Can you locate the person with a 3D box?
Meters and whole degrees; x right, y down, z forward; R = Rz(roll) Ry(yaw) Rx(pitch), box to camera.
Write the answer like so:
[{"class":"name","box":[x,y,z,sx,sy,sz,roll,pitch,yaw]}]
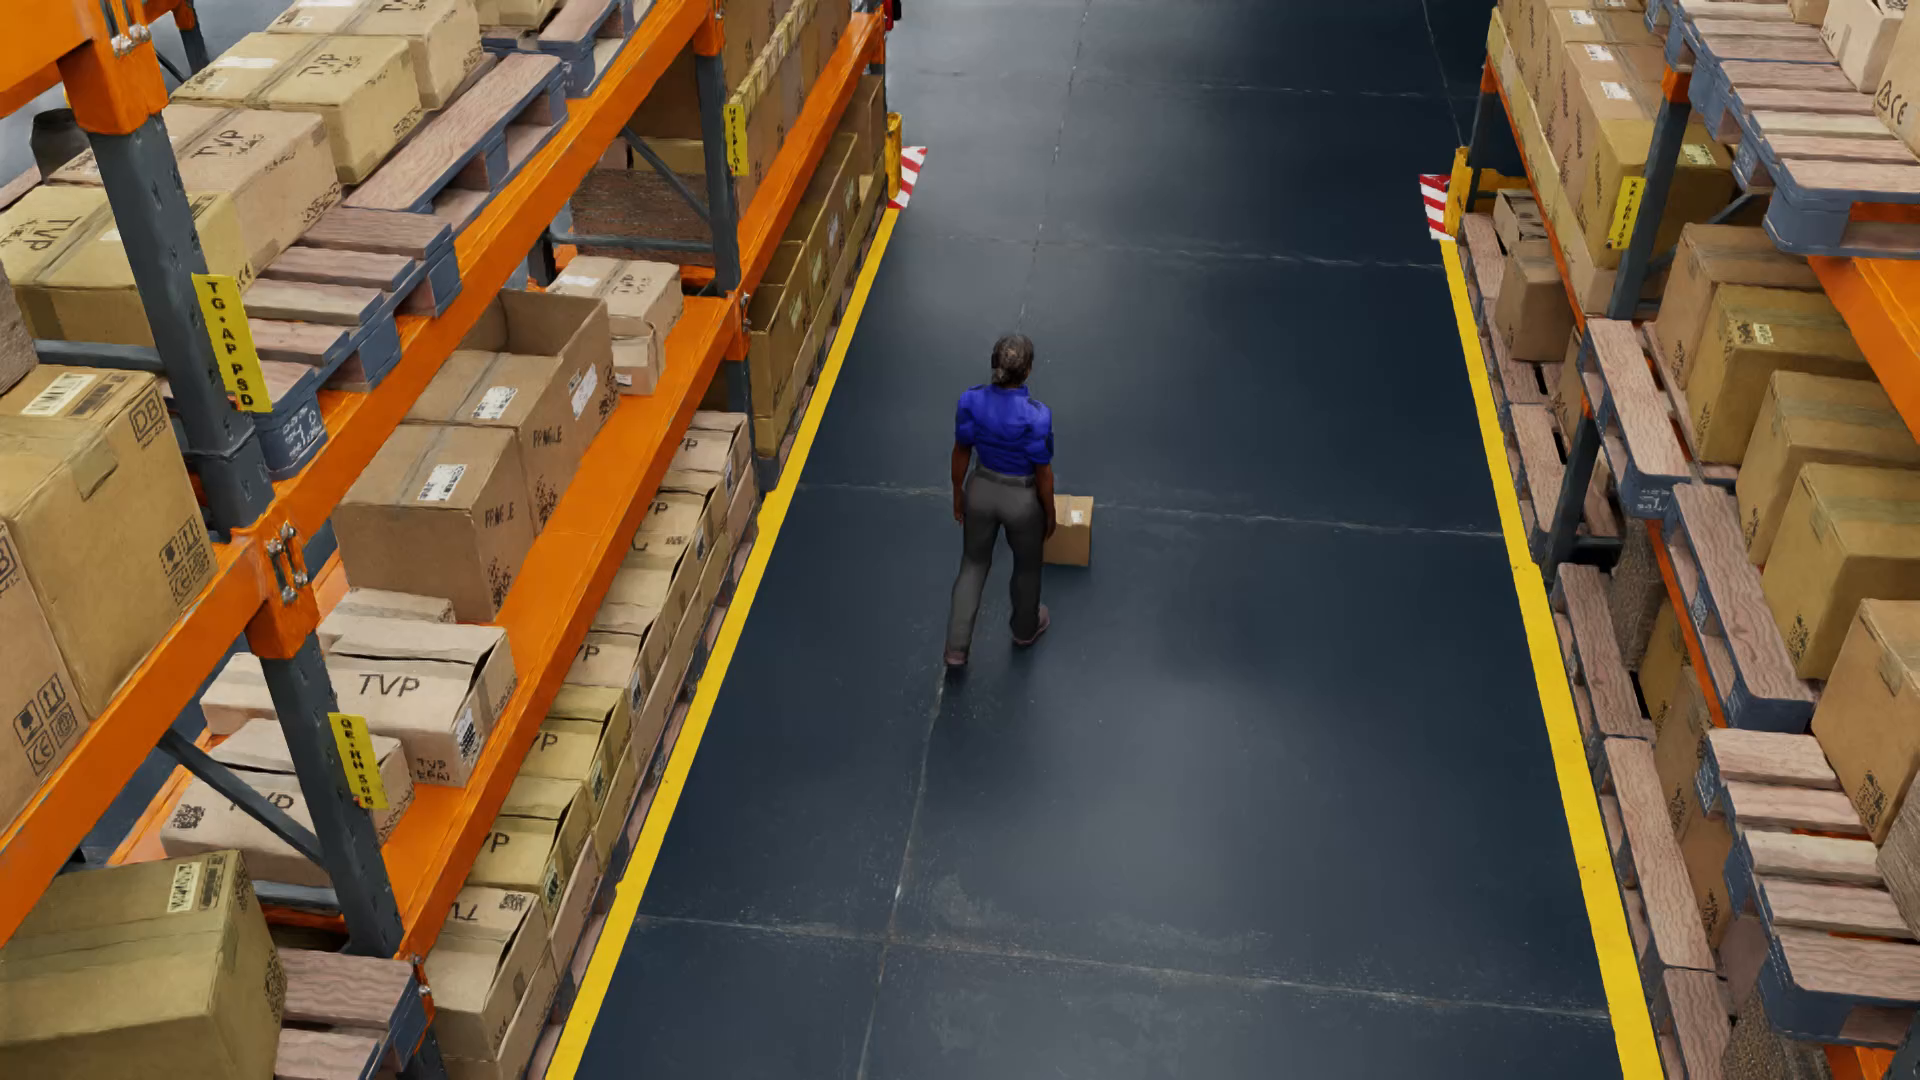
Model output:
[{"class":"person","box":[0.197,-0.171,7.257,0.469,1.656,0.654,15,39,19]}]
